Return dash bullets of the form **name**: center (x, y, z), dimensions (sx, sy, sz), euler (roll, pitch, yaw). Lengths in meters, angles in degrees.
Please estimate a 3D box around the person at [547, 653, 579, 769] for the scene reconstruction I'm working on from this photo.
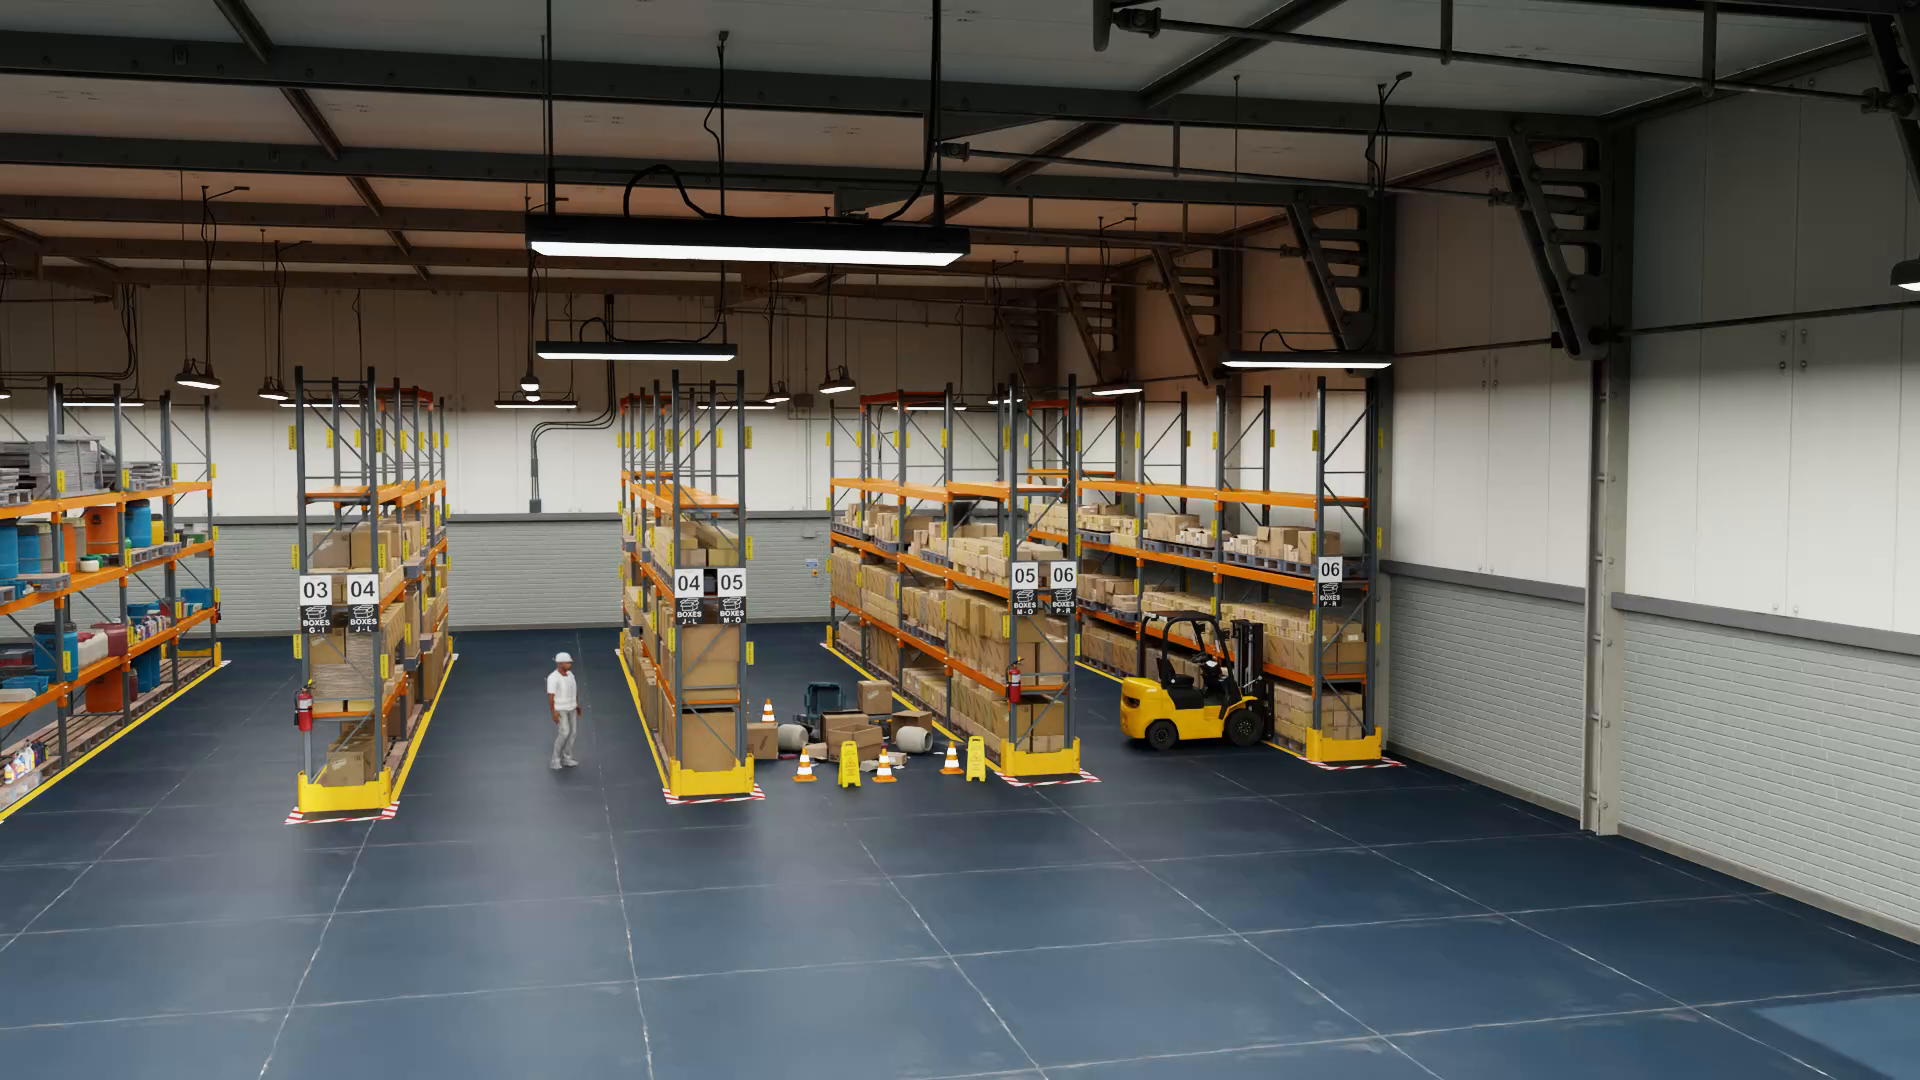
- **person**: center (-6.073, 2.634, 25.567), dimensions (0.396, 1.818, 0.575), euler (2, 4, 27)
